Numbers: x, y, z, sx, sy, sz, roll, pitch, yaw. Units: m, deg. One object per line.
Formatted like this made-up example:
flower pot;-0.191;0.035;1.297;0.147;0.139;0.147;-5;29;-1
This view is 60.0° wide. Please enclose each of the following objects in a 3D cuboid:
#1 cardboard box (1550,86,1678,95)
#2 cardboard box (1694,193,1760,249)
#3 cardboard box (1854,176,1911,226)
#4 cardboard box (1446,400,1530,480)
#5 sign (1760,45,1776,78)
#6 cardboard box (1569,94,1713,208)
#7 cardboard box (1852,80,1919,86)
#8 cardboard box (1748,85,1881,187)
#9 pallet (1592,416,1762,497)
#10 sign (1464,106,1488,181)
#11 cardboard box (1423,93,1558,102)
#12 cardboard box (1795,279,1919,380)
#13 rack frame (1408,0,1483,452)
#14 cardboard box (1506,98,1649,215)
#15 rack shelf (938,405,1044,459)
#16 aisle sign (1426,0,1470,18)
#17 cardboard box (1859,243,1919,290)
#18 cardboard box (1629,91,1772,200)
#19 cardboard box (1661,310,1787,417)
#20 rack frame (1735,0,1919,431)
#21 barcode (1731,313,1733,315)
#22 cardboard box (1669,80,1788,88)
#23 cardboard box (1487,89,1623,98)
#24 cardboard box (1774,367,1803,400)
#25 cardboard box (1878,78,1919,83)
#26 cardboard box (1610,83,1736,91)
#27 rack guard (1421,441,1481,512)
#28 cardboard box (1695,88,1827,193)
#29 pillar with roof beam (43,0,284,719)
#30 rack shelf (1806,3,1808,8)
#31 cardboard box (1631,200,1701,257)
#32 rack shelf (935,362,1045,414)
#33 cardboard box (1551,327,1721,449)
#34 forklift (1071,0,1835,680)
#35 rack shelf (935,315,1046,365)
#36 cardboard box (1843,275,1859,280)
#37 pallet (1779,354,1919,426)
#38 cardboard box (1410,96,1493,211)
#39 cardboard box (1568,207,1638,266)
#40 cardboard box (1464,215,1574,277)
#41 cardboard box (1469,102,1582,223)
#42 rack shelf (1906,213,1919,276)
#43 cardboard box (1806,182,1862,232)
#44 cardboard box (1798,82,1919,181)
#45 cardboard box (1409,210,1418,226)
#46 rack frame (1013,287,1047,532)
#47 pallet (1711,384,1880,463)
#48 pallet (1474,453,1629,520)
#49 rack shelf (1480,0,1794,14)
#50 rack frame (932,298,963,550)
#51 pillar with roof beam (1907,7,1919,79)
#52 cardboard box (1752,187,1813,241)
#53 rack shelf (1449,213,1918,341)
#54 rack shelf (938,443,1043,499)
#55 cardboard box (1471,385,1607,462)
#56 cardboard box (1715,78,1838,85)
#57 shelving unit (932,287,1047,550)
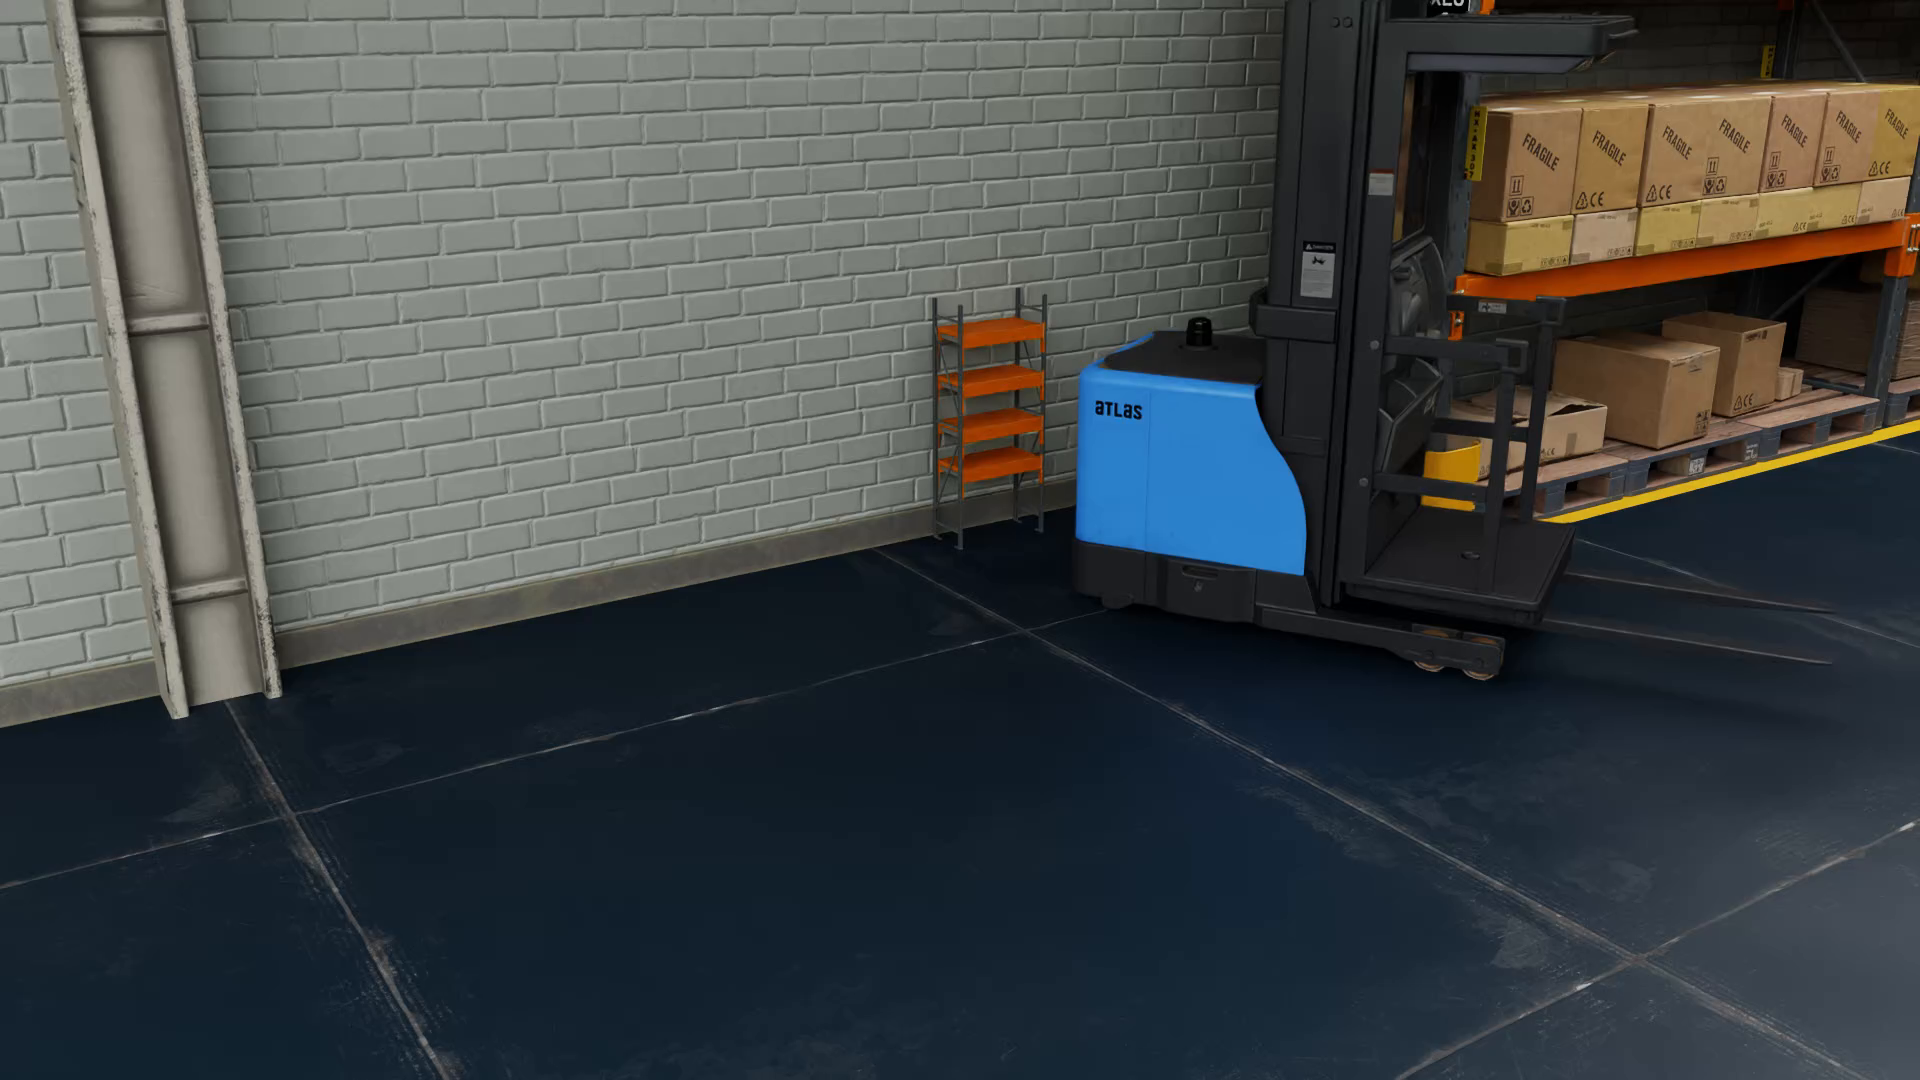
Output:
cardboard box;3.578;-2.225;9.175;0.500;0.500;0.500;-12;22;-31
cardboard box;3.886;-1.736;8.899;0.500;0.250;0.500;-12;22;-31
cardboard box;5.138;-2.003;9.689;0.500;0.250;0.500;-12;22;-31
cardboard box;2.653;-0.557;8.720;0.500;0.311;0.500;-15;24;-37
sign;5.058;-2.925;10.407;0.005;0.325;0.100;-12;22;-31
cardboard box;3.443;-1.996;8.496;0.500;0.500;0.500;-13;22;-33
cardboard box;5.810;-2.565;10.307;0.500;0.500;0.700;-12;22;-31
cardboard box;4.728;-2.267;9.300;0.500;0.500;0.500;-12;22;-32
pallet;3.805;-0.564;9.584;1.213;0.211;1.003;-12;22;-31
sign;2.324;-1.790;7.503;0.005;0.325;0.100;-12;22;-31
cardboard box;2.728;-2.044;8.640;0.500;0.500;0.500;-12;22;-31
cardboard box;5.972;-1.388;10.881;0.500;0.500;0.700;-11;22;-30
rack frame;2.026;-1.525;8.071;0.127;3.000;1.000;-12;22;-31
cardboard box;3.008;-1.906;8.232;0.500;0.500;0.500;-12;22;-31
rack shelf;0.144;-0.532;8.155;0.480;0.148;0.258;-12;22;-32
aisle sign;2.131;-2.663;7.380;0.004;0.787;0.394;-12;22;-31
cardboard box;6.338;-1.821;10.994;0.500;0.250;0.500;-12;22;-33
cardboard box;3.868;-2.090;8.775;0.500;0.500;0.500;-11;22;-30
cardboard box;4.522;-1.060;9.912;0.500;0.500;0.500;-14;23;-35
rack frame;5.367;-2.229;10.155;0.127;3.000;1.000;-12;22;-31
barcode;4.784;-1.374;10.342;0.075;0.075;0.001;-12;22;-31
cardboard box;4.425;-2.406;9.709;0.500;0.500;0.500;-12;22;-32
cardboard box;3.158;-2.136;8.913;0.500;0.500;0.500;-13;22;-33
cardboard box;4.936;-0.993;10.236;0.250;0.166;0.380;-16;24;-38
cardboard box;6.281;-2.662;10.592;0.500;0.500;0.700;-9;21;-26
cardboard box;4.006;-2.319;9.454;0.500;0.500;0.500;-11;22;-30
rack guard;2.089;-0.354;8.511;0.348;0.500;1.175;-12;22;-31
cardboard box;4.302;-2.182;9.046;0.500;0.500;0.500;-13;22;-33
pillar with roof beam;-0.509;-2.513;1.627;0.400;9.000;9.100;-12;22;-31
rack shelf;7.037;-3.662;10.832;4.000;0.370;1.077;-12;22;-31
cardboard box;3.463;-1.647;8.637;0.500;0.250;0.500;-12;22;-32
rack shelf;0.144;-0.744;8.083;0.480;0.148;0.258;-12;22;-32
cardboard box;3.770;-0.863;9.330;0.500;0.500;0.700;-14;23;-35
forklift;2.045;-1.027;6.706;3.031;2.935;1.130;9;21;25
rack shelf;0.144;-0.968;8.007;0.480;0.148;0.258;-12;22;-32
cardboard box;6.376;-1.492;11.190;0.500;0.500;0.700;-12;22;-32
pallet;6.016;-1.046;11.008;1.213;0.211;1.003;-12;22;-31
cardboard box;2.303;-1.958;8.385;0.500;0.500;0.500;-12;22;-32
cardboard box;3.034;-1.559;8.377;0.500;0.250;0.500;-13;22;-33
cardboard box;2.608;-1.464;8.095;0.500;0.250;0.500;-13;22;-33
cardboard box;2.590;-1.822;7.983;0.500;0.500;0.500;-12;22;-31
rack shelf;7.037;-2.241;11.312;4.000;0.370;1.077;-12;22;-31
cardboard box;4.717;-1.918;9.436;0.500;0.250;0.500;-12;22;-31
cardboard box;5.142;-2.357;9.565;0.500;0.500;0.500;-12;22;-32
cardboard box;2.310;-1.597;8.489;0.500;0.250;0.500;-12;22;-31
rack frame;0.346;-0.639;8.262;0.015;1.200;0.240;-12;22;-32
pallet;4.825;-0.780;10.224;1.213;0.211;1.003;-12;22;-31
pallet;2.787;-0.351;8.952;1.213;0.211;1.003;-12;22;-31
rack shelf;3.696;-2.957;8.748;4.000;0.370;1.077;-12;22;-31
rack frame;-0.059;-0.552;8.004;0.015;1.200;0.240;-12;22;-32
pillar with roof beam;9.513;-4.627;7.879;0.400;9.000;9.100;-12;22;-31
cardboard box;4.305;-1.825;9.162;0.500;0.250;0.500;-12;22;-32
rack shelf;3.696;-1.536;9.228;4.000;0.370;1.077;-12;22;-31
rack shelf;0.144;-0.344;8.218;0.480;0.148;0.258;-12;22;-32
cardboard box;3.129;-0.657;9.017;0.500;0.311;0.500;-10;21;-27
cardboard box;4.859;-2.496;9.976;0.500;0.500;0.500;-13;22;-33
shelving unit;0.144;-0.596;8.133;0.503;1.200;0.258;-12;22;-32
